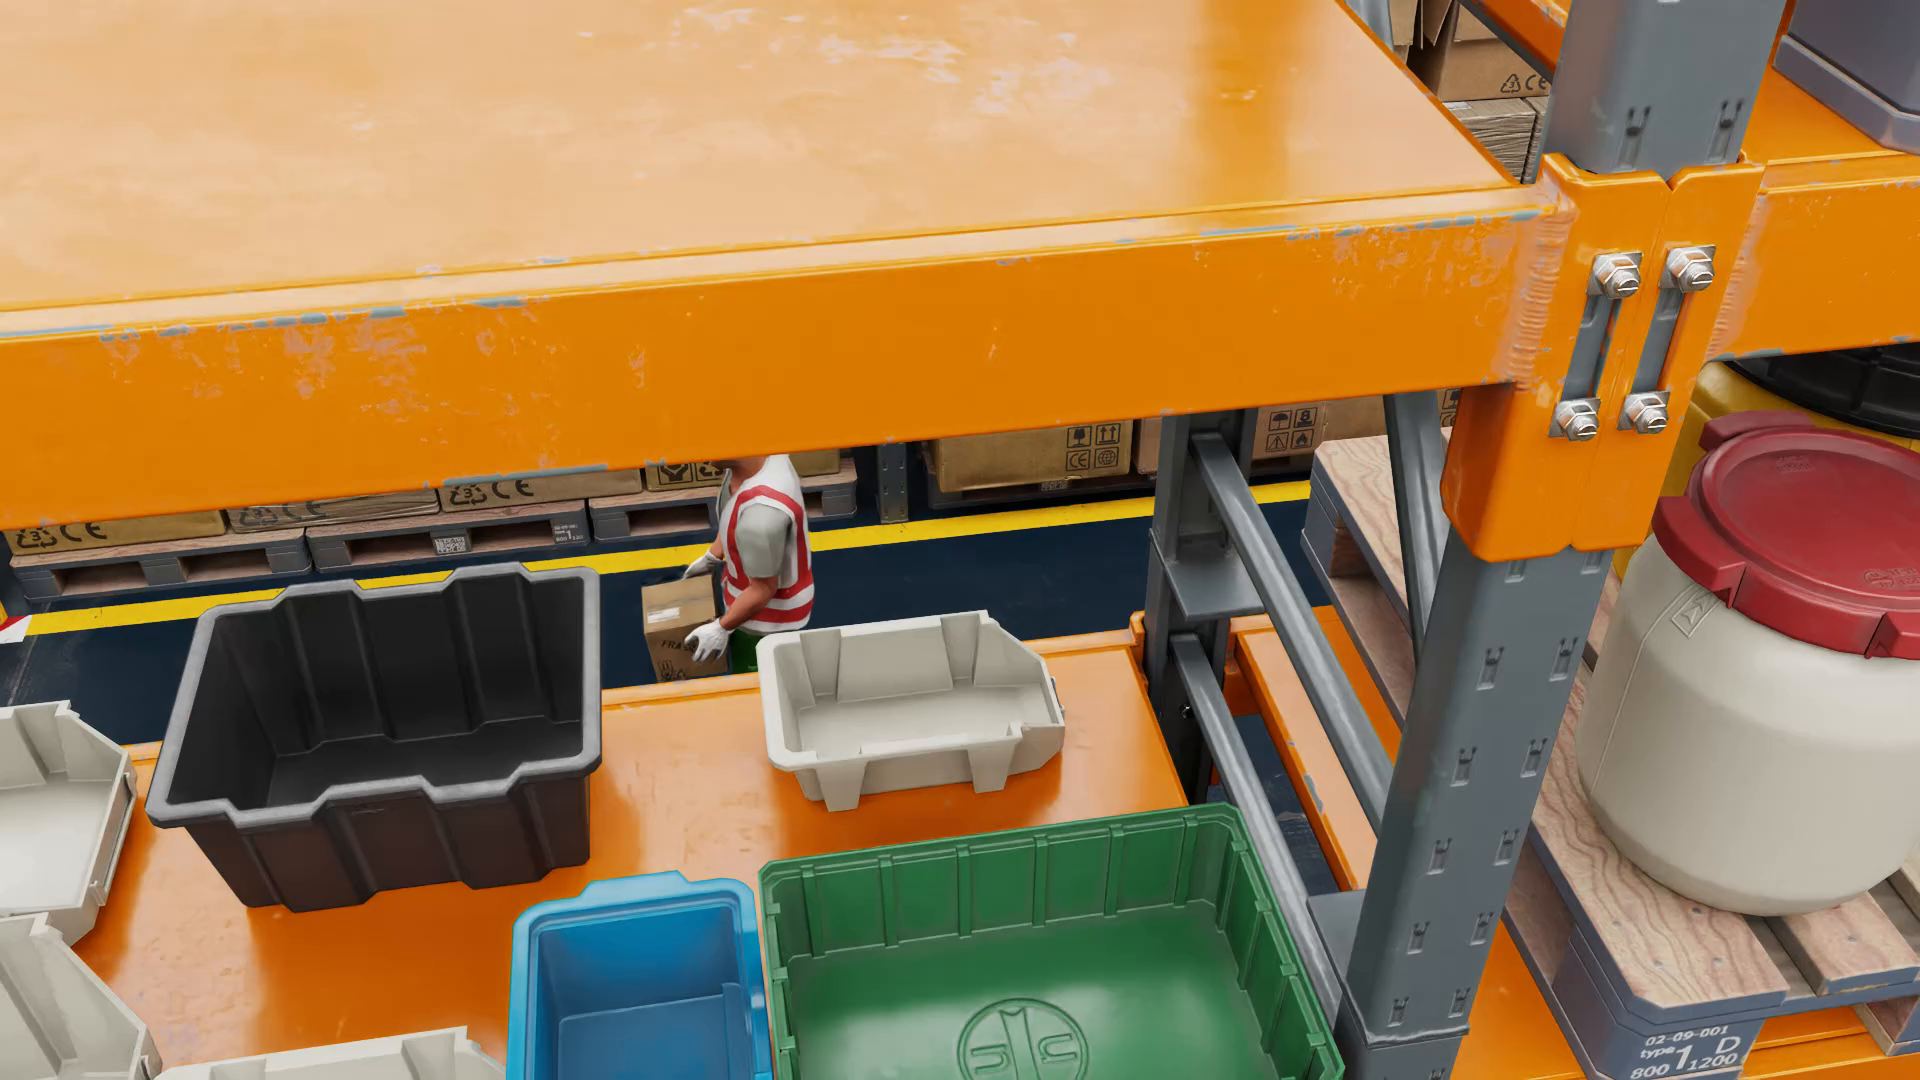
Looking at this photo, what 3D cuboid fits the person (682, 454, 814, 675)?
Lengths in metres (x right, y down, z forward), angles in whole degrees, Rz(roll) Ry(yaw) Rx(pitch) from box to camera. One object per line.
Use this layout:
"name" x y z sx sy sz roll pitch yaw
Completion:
"person" -0.744 0.233 5.836 0.462 1.792 0.535 -7 39 -9
